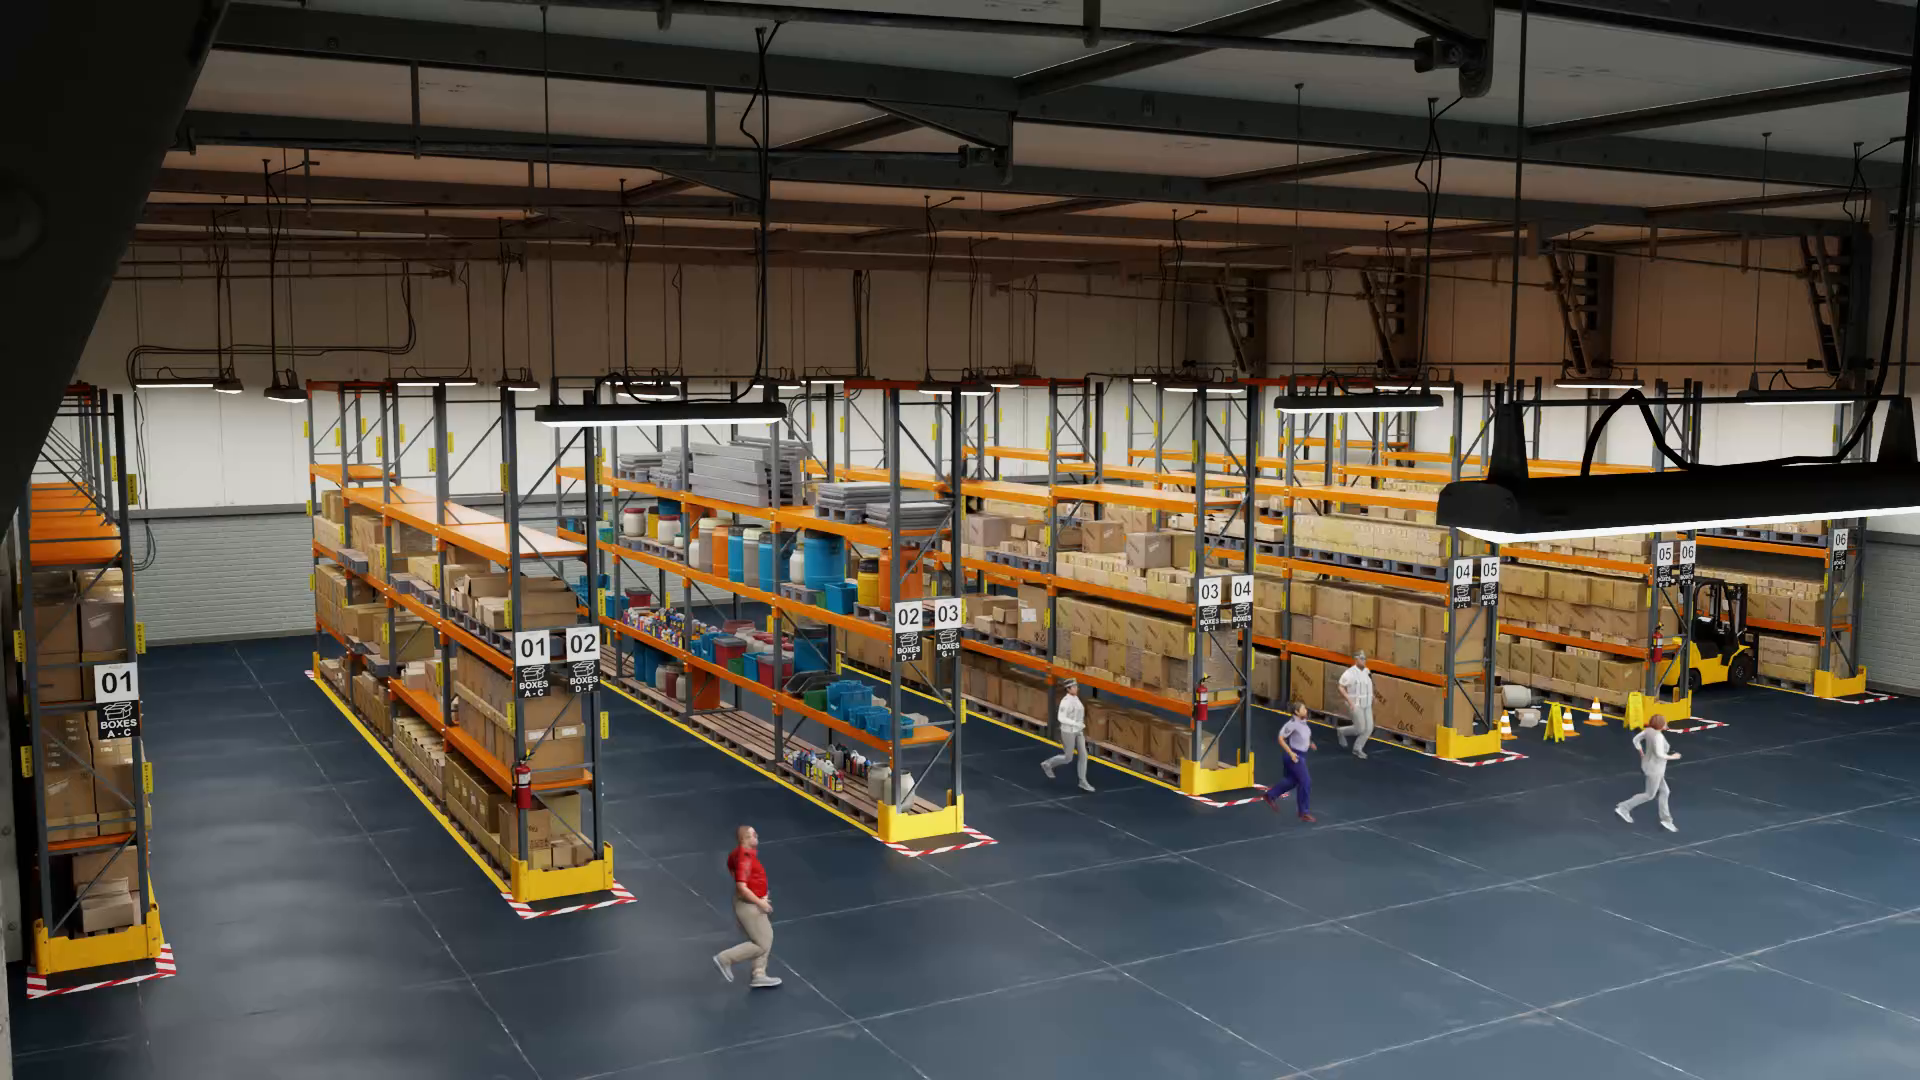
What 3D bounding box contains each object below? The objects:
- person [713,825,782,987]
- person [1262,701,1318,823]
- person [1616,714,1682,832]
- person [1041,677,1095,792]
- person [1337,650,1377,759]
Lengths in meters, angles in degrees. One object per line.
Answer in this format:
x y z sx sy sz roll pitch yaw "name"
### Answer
-2.162 3.708 16.800 0.706 1.681 0.680 -2 6 -17 "person"
4.607 3.073 23.140 0.814 1.664 0.603 3 7 23 "person"
9.343 3.159 22.537 0.826 1.641 0.569 1 6 7 "person"
1.654 2.871 24.767 0.822 1.700 0.617 4 7 33 "person"
6.410 2.628 26.831 0.667 1.744 0.599 -4 7 -32 "person"
